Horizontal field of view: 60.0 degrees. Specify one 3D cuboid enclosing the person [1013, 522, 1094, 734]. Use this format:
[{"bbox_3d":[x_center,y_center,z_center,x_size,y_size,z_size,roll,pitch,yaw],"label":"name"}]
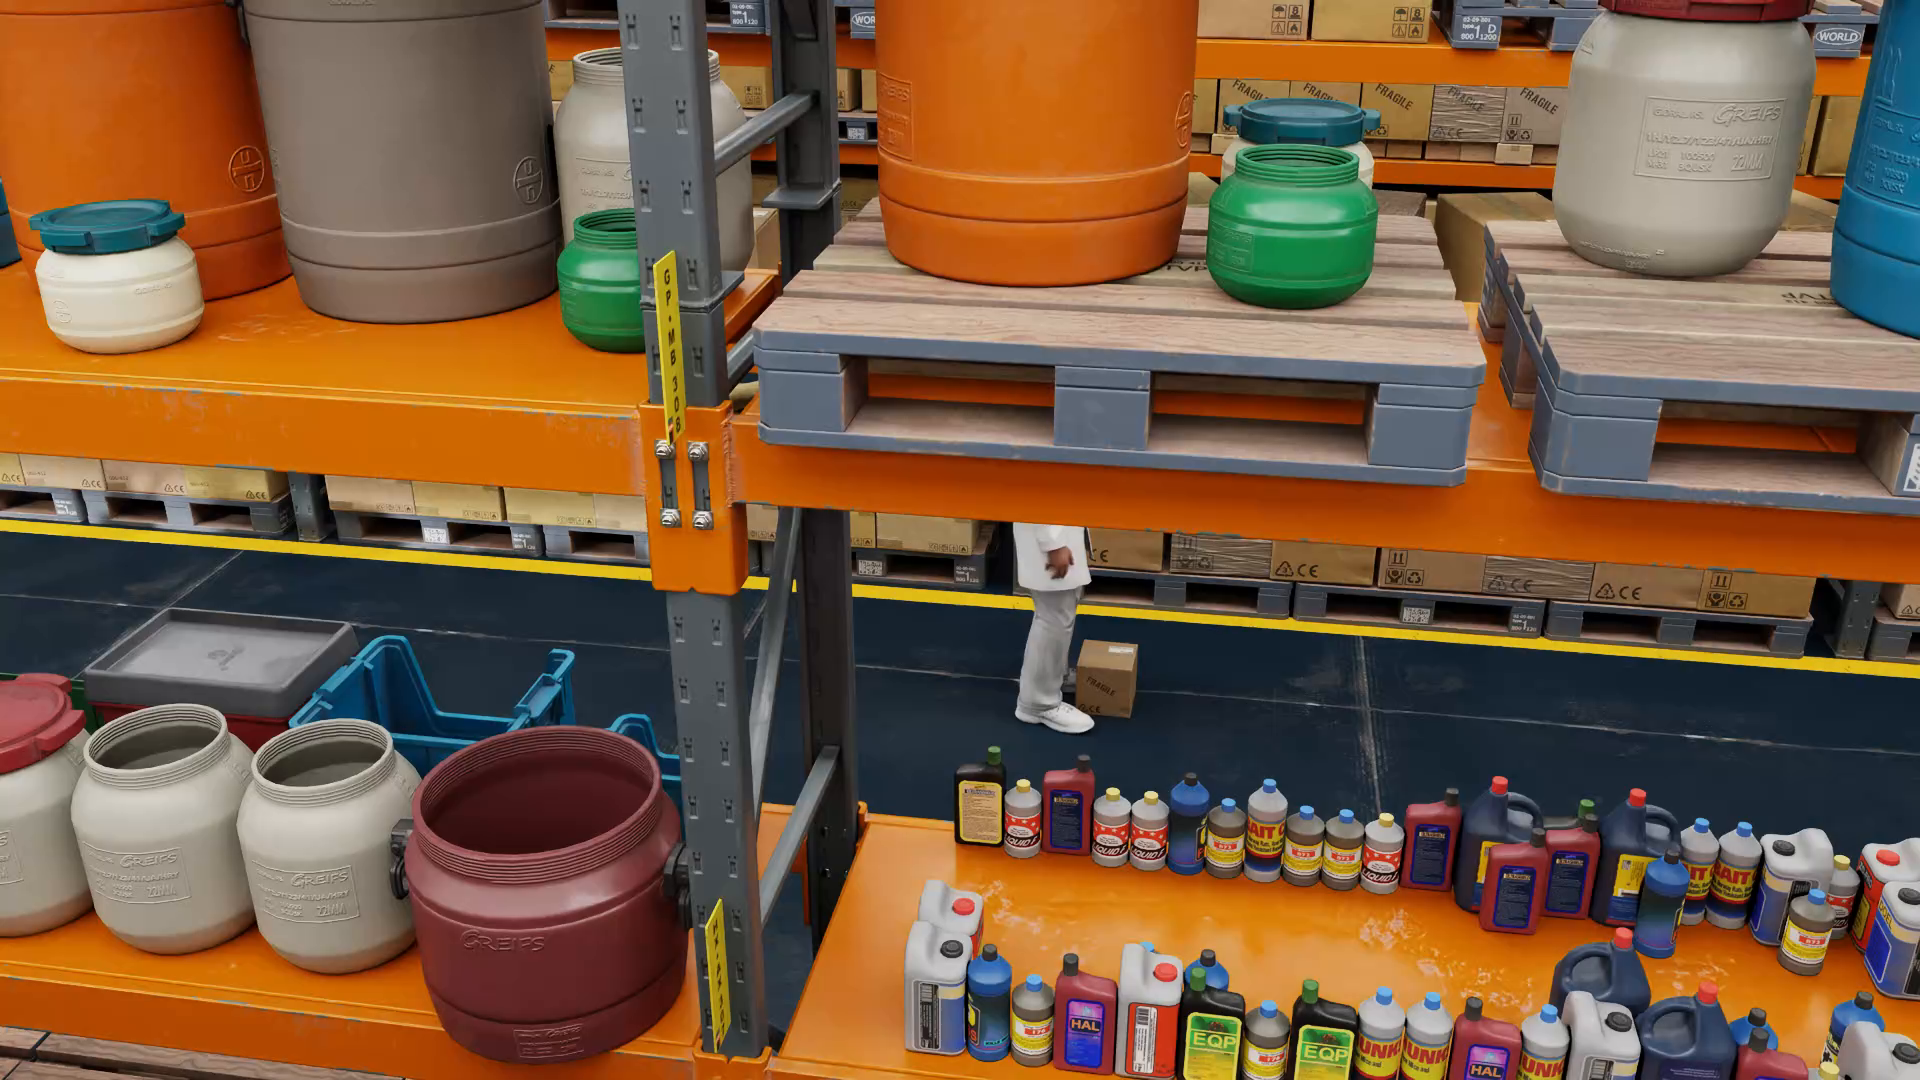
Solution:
[{"bbox_3d":[0.425,-0.066,7.269,0.421,1.774,0.646,4,25,8],"label":"person"}]
